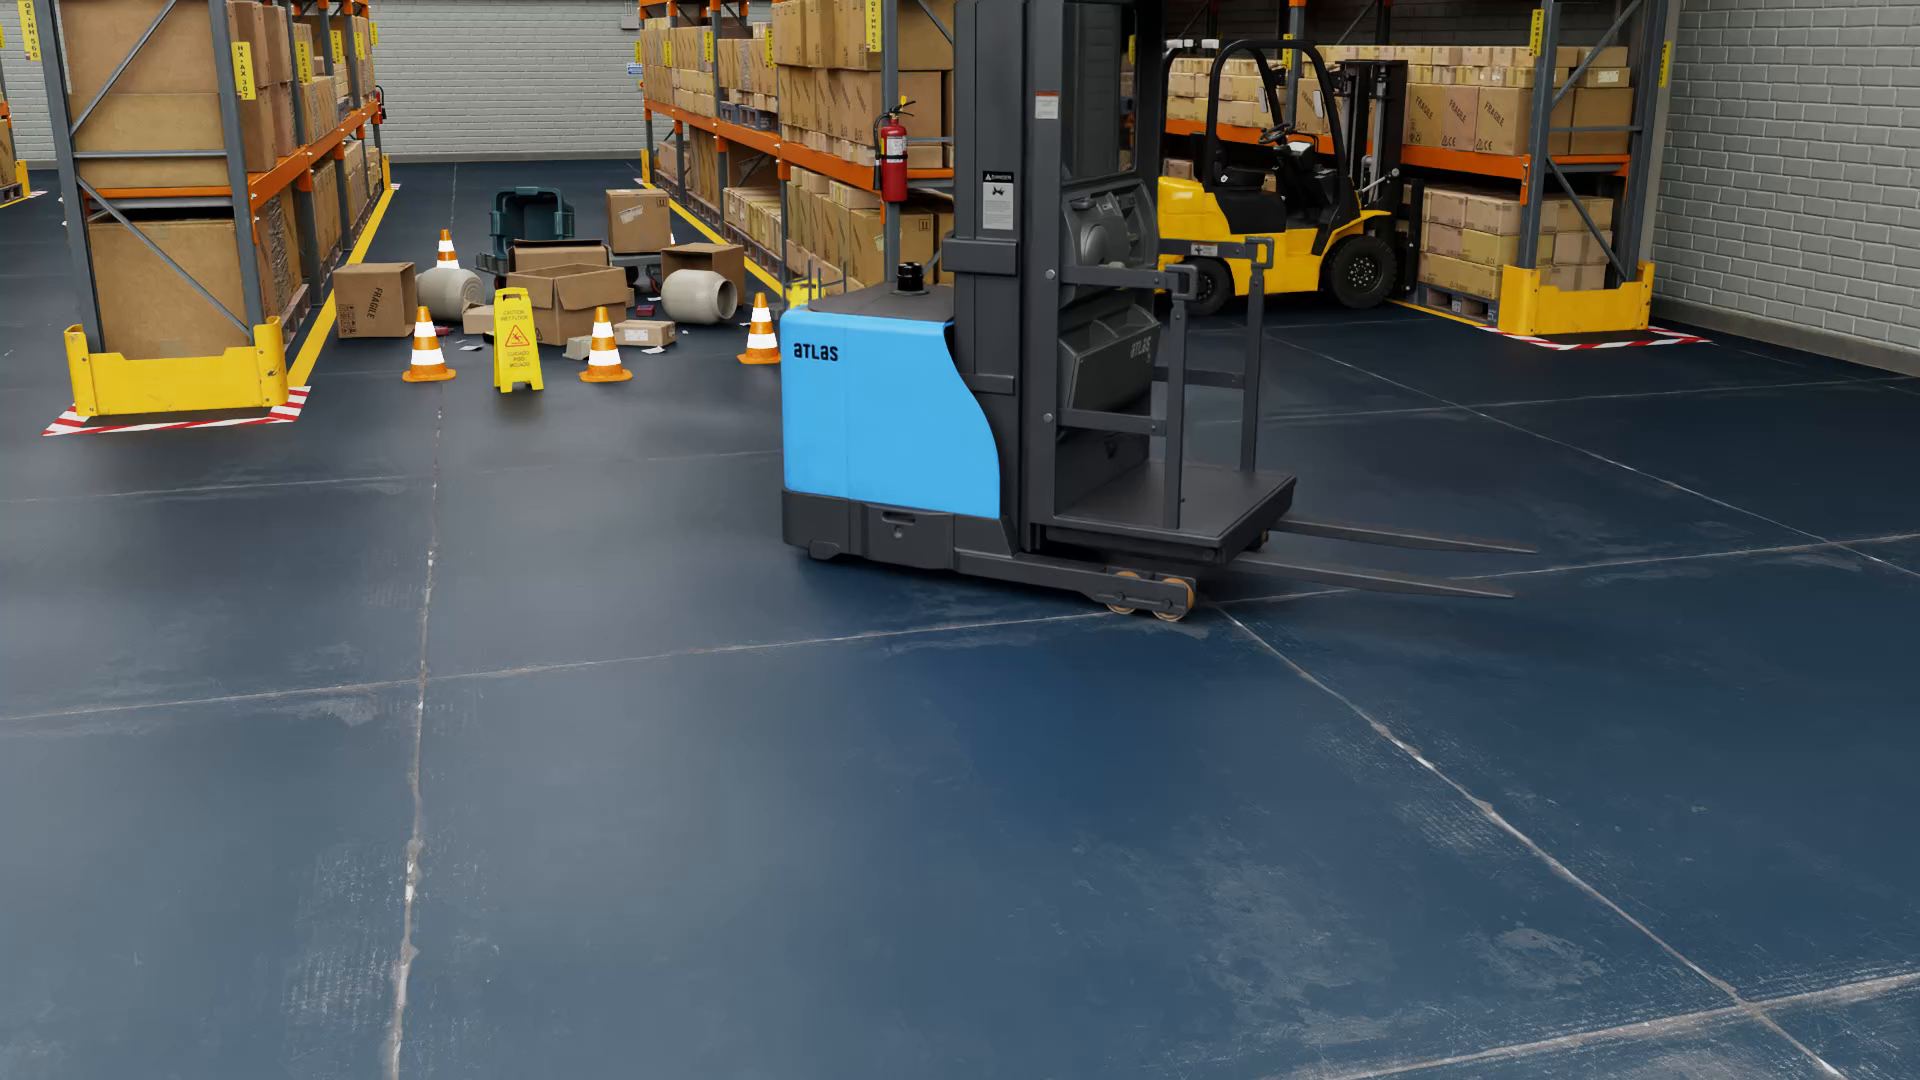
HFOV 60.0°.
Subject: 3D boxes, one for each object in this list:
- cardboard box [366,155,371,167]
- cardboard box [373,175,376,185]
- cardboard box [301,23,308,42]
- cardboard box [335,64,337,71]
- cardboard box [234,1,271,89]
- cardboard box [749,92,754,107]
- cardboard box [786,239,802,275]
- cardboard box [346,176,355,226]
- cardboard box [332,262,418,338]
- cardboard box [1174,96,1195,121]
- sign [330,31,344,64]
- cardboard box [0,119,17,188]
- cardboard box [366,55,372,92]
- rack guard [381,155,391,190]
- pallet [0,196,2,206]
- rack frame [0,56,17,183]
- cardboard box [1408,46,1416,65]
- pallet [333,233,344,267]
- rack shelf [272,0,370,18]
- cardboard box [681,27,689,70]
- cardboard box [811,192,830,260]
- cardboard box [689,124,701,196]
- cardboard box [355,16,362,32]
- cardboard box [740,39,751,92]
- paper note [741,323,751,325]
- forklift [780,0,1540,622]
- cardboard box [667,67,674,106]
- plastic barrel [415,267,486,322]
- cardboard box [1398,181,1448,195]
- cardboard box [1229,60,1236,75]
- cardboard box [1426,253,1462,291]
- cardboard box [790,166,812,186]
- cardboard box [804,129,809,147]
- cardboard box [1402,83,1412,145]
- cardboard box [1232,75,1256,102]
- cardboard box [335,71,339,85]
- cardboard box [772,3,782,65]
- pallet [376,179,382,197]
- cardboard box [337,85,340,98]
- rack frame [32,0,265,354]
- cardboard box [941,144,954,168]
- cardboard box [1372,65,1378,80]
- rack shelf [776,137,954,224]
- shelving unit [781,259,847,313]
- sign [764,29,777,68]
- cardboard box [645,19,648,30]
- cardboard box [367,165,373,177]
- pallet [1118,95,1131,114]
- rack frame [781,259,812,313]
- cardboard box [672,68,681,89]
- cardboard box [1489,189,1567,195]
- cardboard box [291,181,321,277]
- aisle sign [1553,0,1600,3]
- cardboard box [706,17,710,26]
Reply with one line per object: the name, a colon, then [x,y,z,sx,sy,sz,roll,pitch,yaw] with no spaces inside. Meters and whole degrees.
cardboard box: [-8.170,-5.114,22.455,0.380,0.149,0.250,-4,17,-14]
cardboard box: [-8.383,-5.048,23.268,0.380,0.149,0.250,-4,17,-14]
cardboard box: [-6.700,-4.743,16.117,0.700,0.500,0.500,-5,17,-16]
cardboard box: [-7.323,-5.423,18.964,0.380,0.149,0.250,-5,17,-16]
cardboard box: [-5.084,-3.274,10.999,0.875,0.550,0.550,-5,17,-15]
cardboard box: [-1.915,-4.426,16.679,0.380,0.149,0.250,-4,17,-14]
cardboard box: [-1.221,-2.494,14.590,0.500,0.250,0.500,-6,18,-18]
cardboard box: [-6.903,-3.701,18.174,0.500,0.500,0.500,-5,18,-18]
cardboard box: [-4.442,-1.831,12.673,0.500,0.500,0.500,-2,17,-6]
cardboard box: [2.718,-4.799,18.474,0.500,0.250,0.500,-5,18,-17]
sign: [-6.422,-5.081,17.139,0.100,0.325,0.005,-5,17,-15]
cardboard box: [-13.697,-5.343,22.988,0.875,0.875,0.875,-5,17,-15]
cardboard box: [-8.497,-6.498,23.180,0.500,0.500,0.500,-5,17,-15]
rack guard: [-9.132,-5.476,24.813,1.175,0.500,0.348,-5,17,-15]
pallet: [-13.323,-4.443,21.875,1.003,0.211,1.213,-5,17,-15]
rack frame: [-13.950,-6.330,23.311,1.000,3.000,0.127,-5,17,-15]
cardboard box: [4.019,-4.089,14.031,0.380,0.149,0.250,-4,17,-14]
pallet: [-6.810,-2.922,16.812,1.003,0.211,1.213,-5,17,-15]
rack shelf: [-8.603,-7.233,22.354,1.077,0.370,4.000,-5,17,-15]
cardboard box: [-3.176,-6.112,20.673,0.500,0.500,0.500,-5,17,-17]
cardboard box: [-0.922,-2.562,13.514,0.500,0.500,0.500,-4,17,-12]
cardboard box: [-3.075,-5.025,21.931,0.875,0.875,0.875,-4,17,-14]
cardboard box: [-8.209,-6.685,22.064,0.500,0.500,0.500,-4,17,-14]
cardboard box: [-1.889,-4.720,16.532,0.500,0.500,0.500,-5,18,-17]
paper note: [-1.640,-1.705,13.074,0.142,0.019,0.148,-12,20,-34]
forklift: [0.787,-1.264,6.565,3.031,2.935,1.130,8,19,25]
cardboard box: [-3.695,-6.163,22.581,0.500,0.500,0.500,-5,17,-15]
plastic barrel: [-4.068,-1.949,13.203,0.512,0.421,0.421,7,18,23]
cardboard box: [3.895,-2.967,14.428,0.500,0.250,0.500,-5,17,-16]
cardboard box: [3.024,-4.905,17.265,0.380,0.149,0.250,-5,17,-17]
cardboard box: [4.187,-2.209,13.641,0.500,0.250,0.500,-5,17,-15]
cardboard box: [-1.244,-3.124,14.258,0.380,0.149,0.250,-4,17,-14]
cardboard box: [-1.089,-3.353,13.838,0.380,0.149,0.250,-4,17,-14]
cardboard box: [3.936,-3.669,14.277,0.500,0.500,0.500,-5,17,-15]
cardboard box: [3.119,-4.613,16.985,0.500,0.250,0.500,-5,17,-17]
cardboard box: [-7.327,-5.285,19.021,0.380,0.149,0.250,-4,17,-13]
cardboard box: [-1.211,-4.325,14.206,0.700,0.500,0.500,-5,17,-16]
pallet: [-8.943,-5.110,24.097,1.003,0.211,1.213,-5,17,-15]
cardboard box: [-7.320,-5.141,19.058,0.380,0.149,0.250,-5,18,-17]
rack frame: [-4.756,-2.268,9.790,1.000,3.000,0.127,-5,17,-15]
cardboard box: [0.082,-2.678,11.589,0.380,0.149,0.250,-5,17,-15]
cardboard box: [3.807,-4.081,14.522,0.380,0.149,0.250,-5,18,-17]
rack shelf: [-0.574,-2.896,13.131,1.077,0.370,4.000,-5,17,-15]
shelving unit: [-0.645,-0.648,7.524,0.189,1.200,0.258,8,19,25]
sign: [-1.656,-4.304,14.553,0.100,0.325,0.005,-5,17,-15]
cardboard box: [-4.488,-7.683,24.776,0.380,0.149,0.250,-4,17,-14]
cardboard box: [-8.236,-5.047,22.747,0.380,0.149,0.250,-5,17,-16]
pallet: [2.295,-5.384,20.496,1.213,0.211,1.003,-5,17,-15]
rack frame: [-0.727,-0.660,7.563,0.006,1.200,0.240,8,19,25]
cardboard box: [-3.472,-6.031,21.706,0.500,0.250,0.500,-5,17,-17]
cardboard box: [4.657,-2.730,13.639,0.500,0.250,0.500,-5,17,-15]
cardboard box: [-6.112,-2.663,14.285,1.050,0.750,0.750,-5,17,-16]
aisle sign: [4.483,-4.285,11.984,0.394,0.787,0.004,-5,17,-15]
cardboard box: [-3.245,-7.022,22.575,0.380,0.149,0.250,-4,17,-14]
